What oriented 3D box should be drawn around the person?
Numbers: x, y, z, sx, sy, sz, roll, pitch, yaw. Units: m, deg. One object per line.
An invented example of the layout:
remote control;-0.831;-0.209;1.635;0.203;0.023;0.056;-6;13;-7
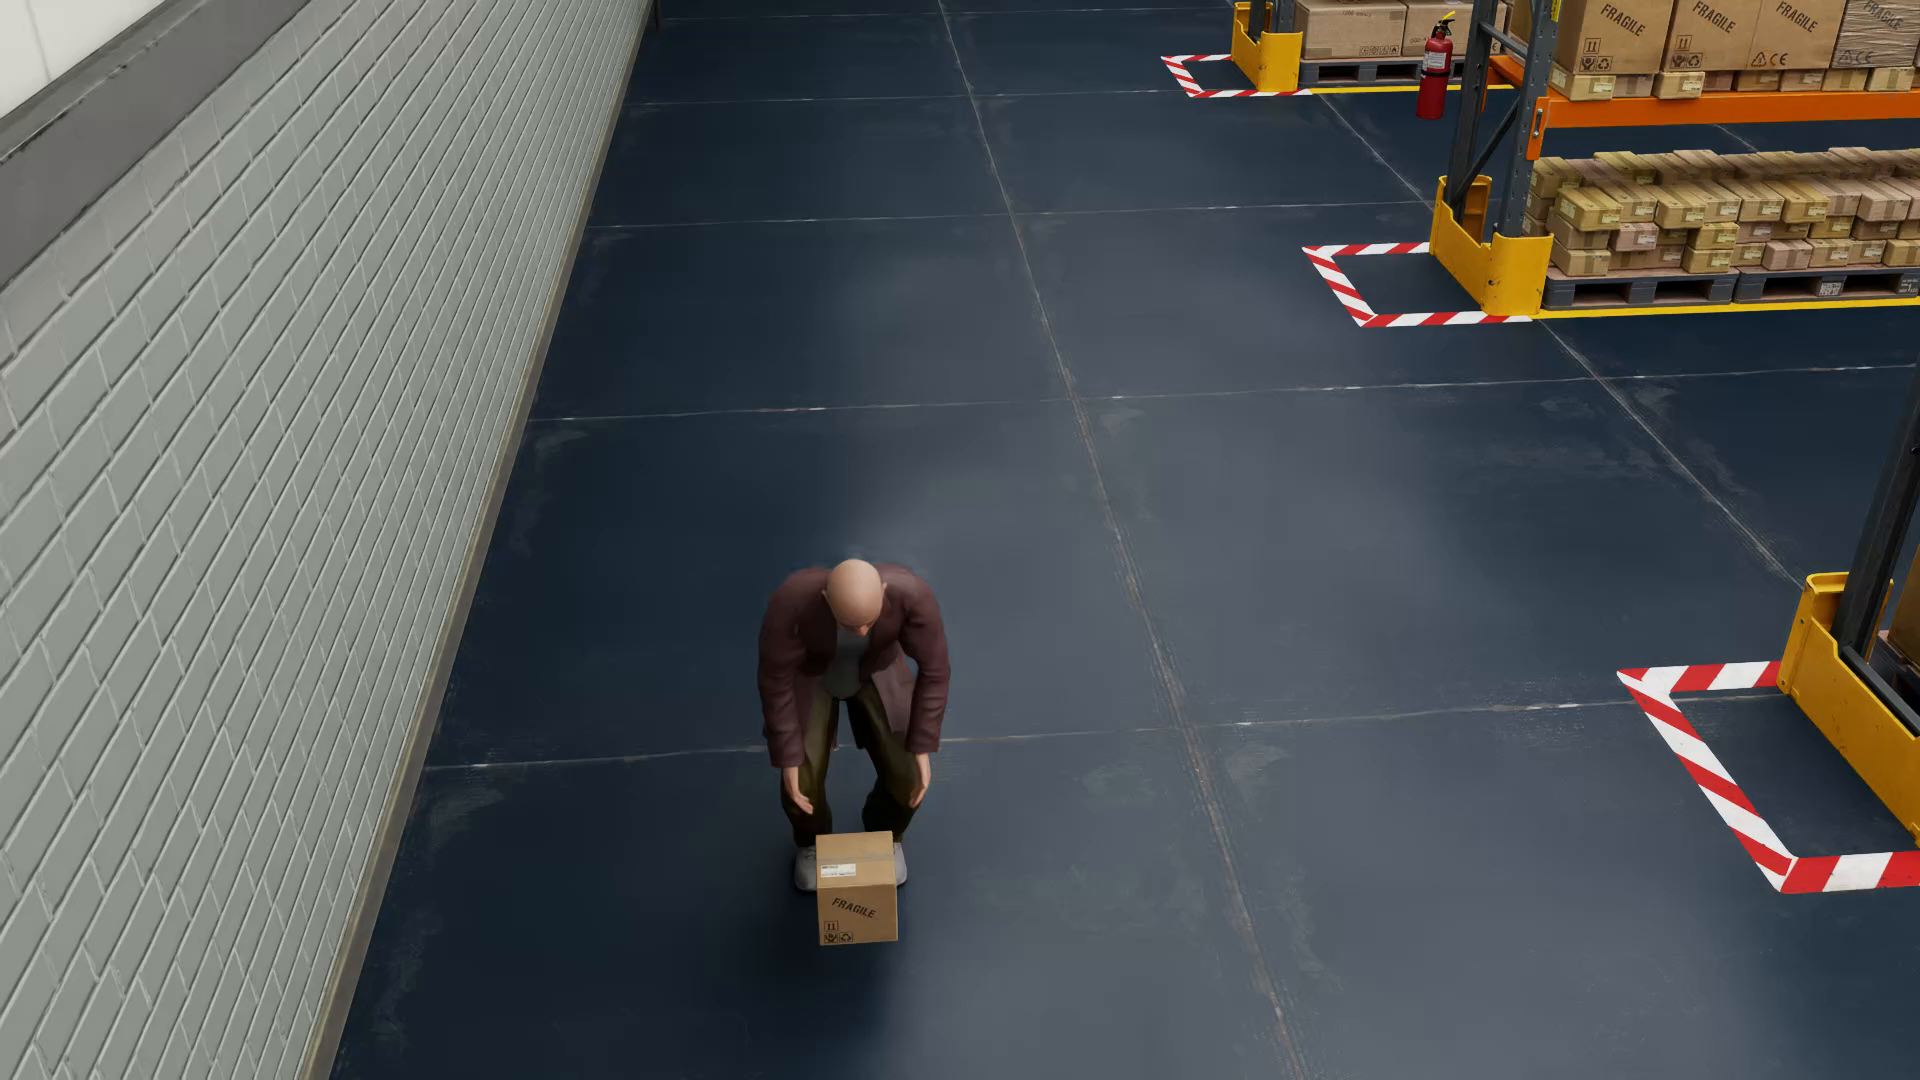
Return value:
person;-0.353;0.557;5.571;0.632;1.412;0.718;-3;31;-4
